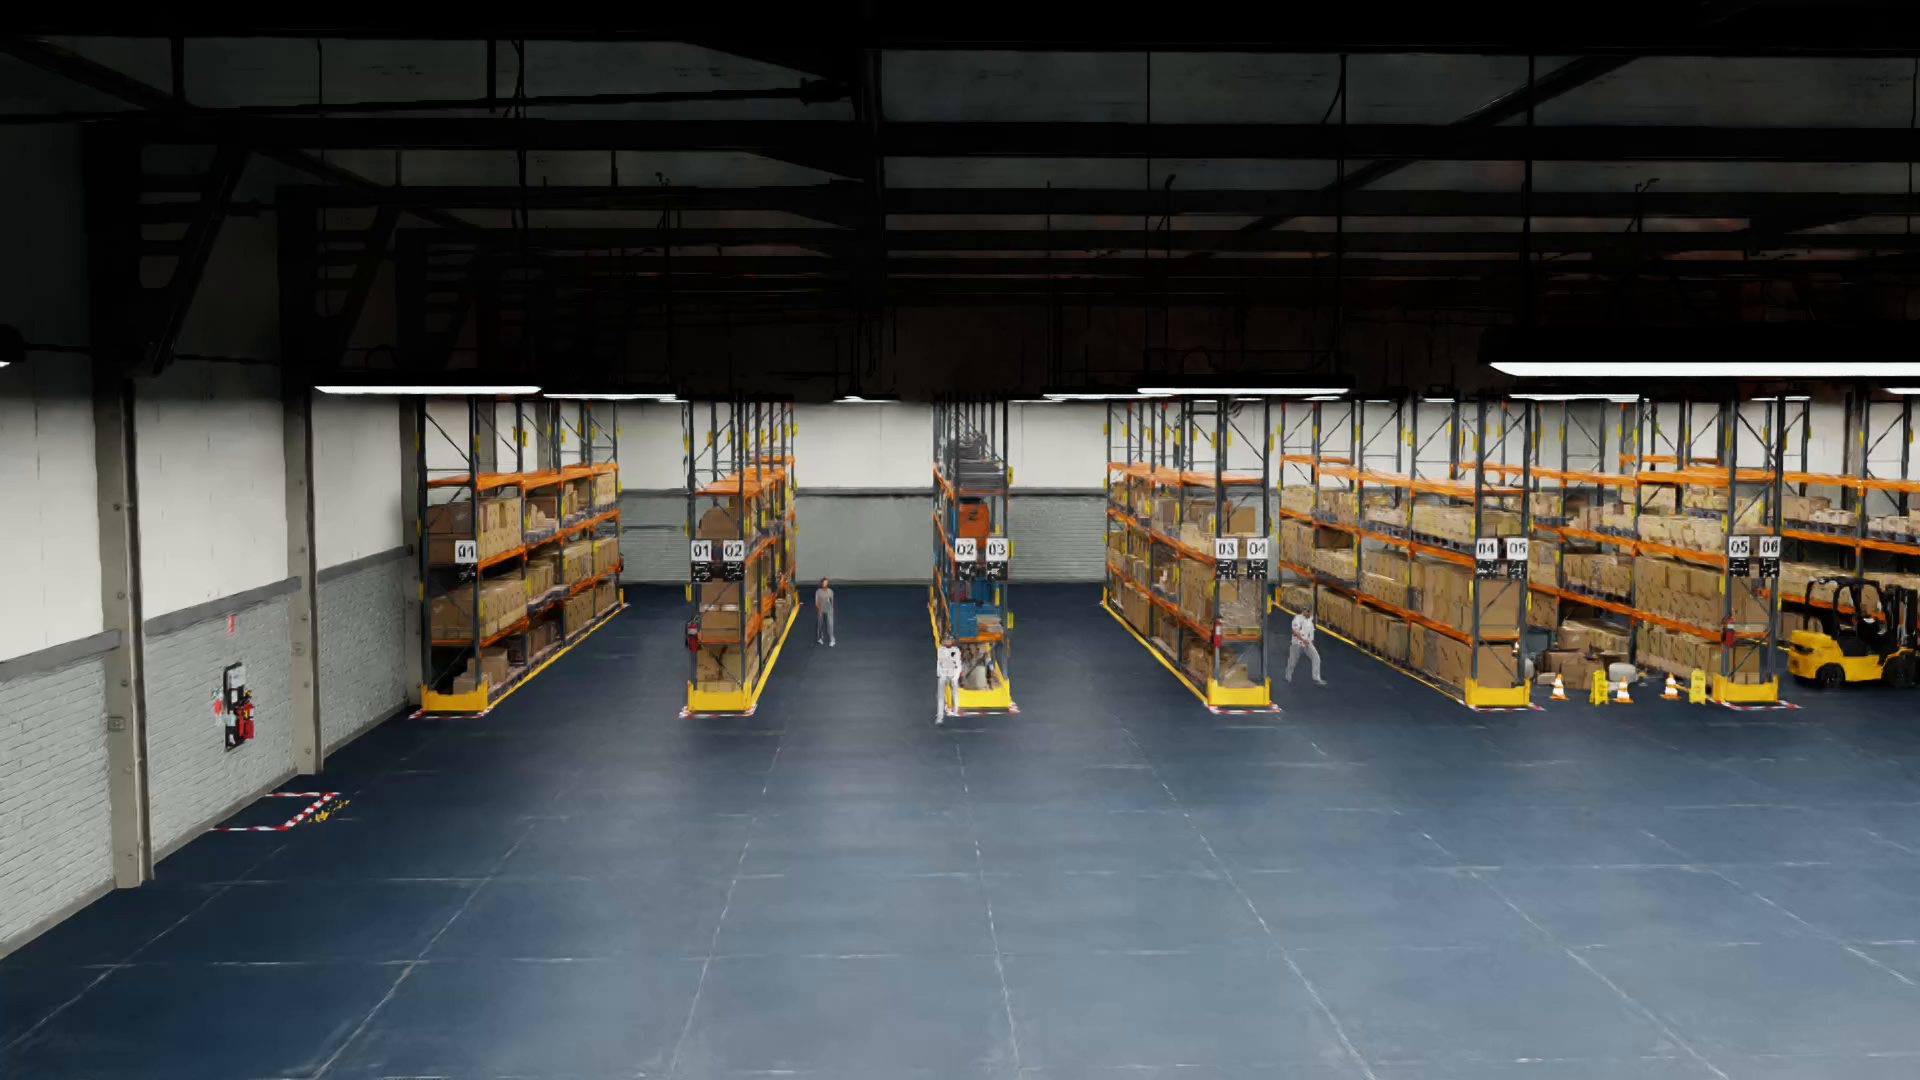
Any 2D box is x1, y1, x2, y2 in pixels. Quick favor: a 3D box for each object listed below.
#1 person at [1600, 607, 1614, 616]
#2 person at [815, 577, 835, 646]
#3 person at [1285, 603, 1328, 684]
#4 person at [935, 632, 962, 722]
[{"bbox_3d":[17.414,1.222,45.007,0.573,1.640,0.616,1,5,17],"label":"person"},{"bbox_3d":[-3.220,1.684,39.538,0.443,1.604,1.018,-1,5,-11],"label":"person"},{"bbox_3d":[7.026,2.098,33.991,0.700,1.696,0.814,-2,5,-23],"label":"person"},{"bbox_3d":[-0.197,2.449,30.002,0.477,1.621,0.997,1,5,7],"label":"person"}]
